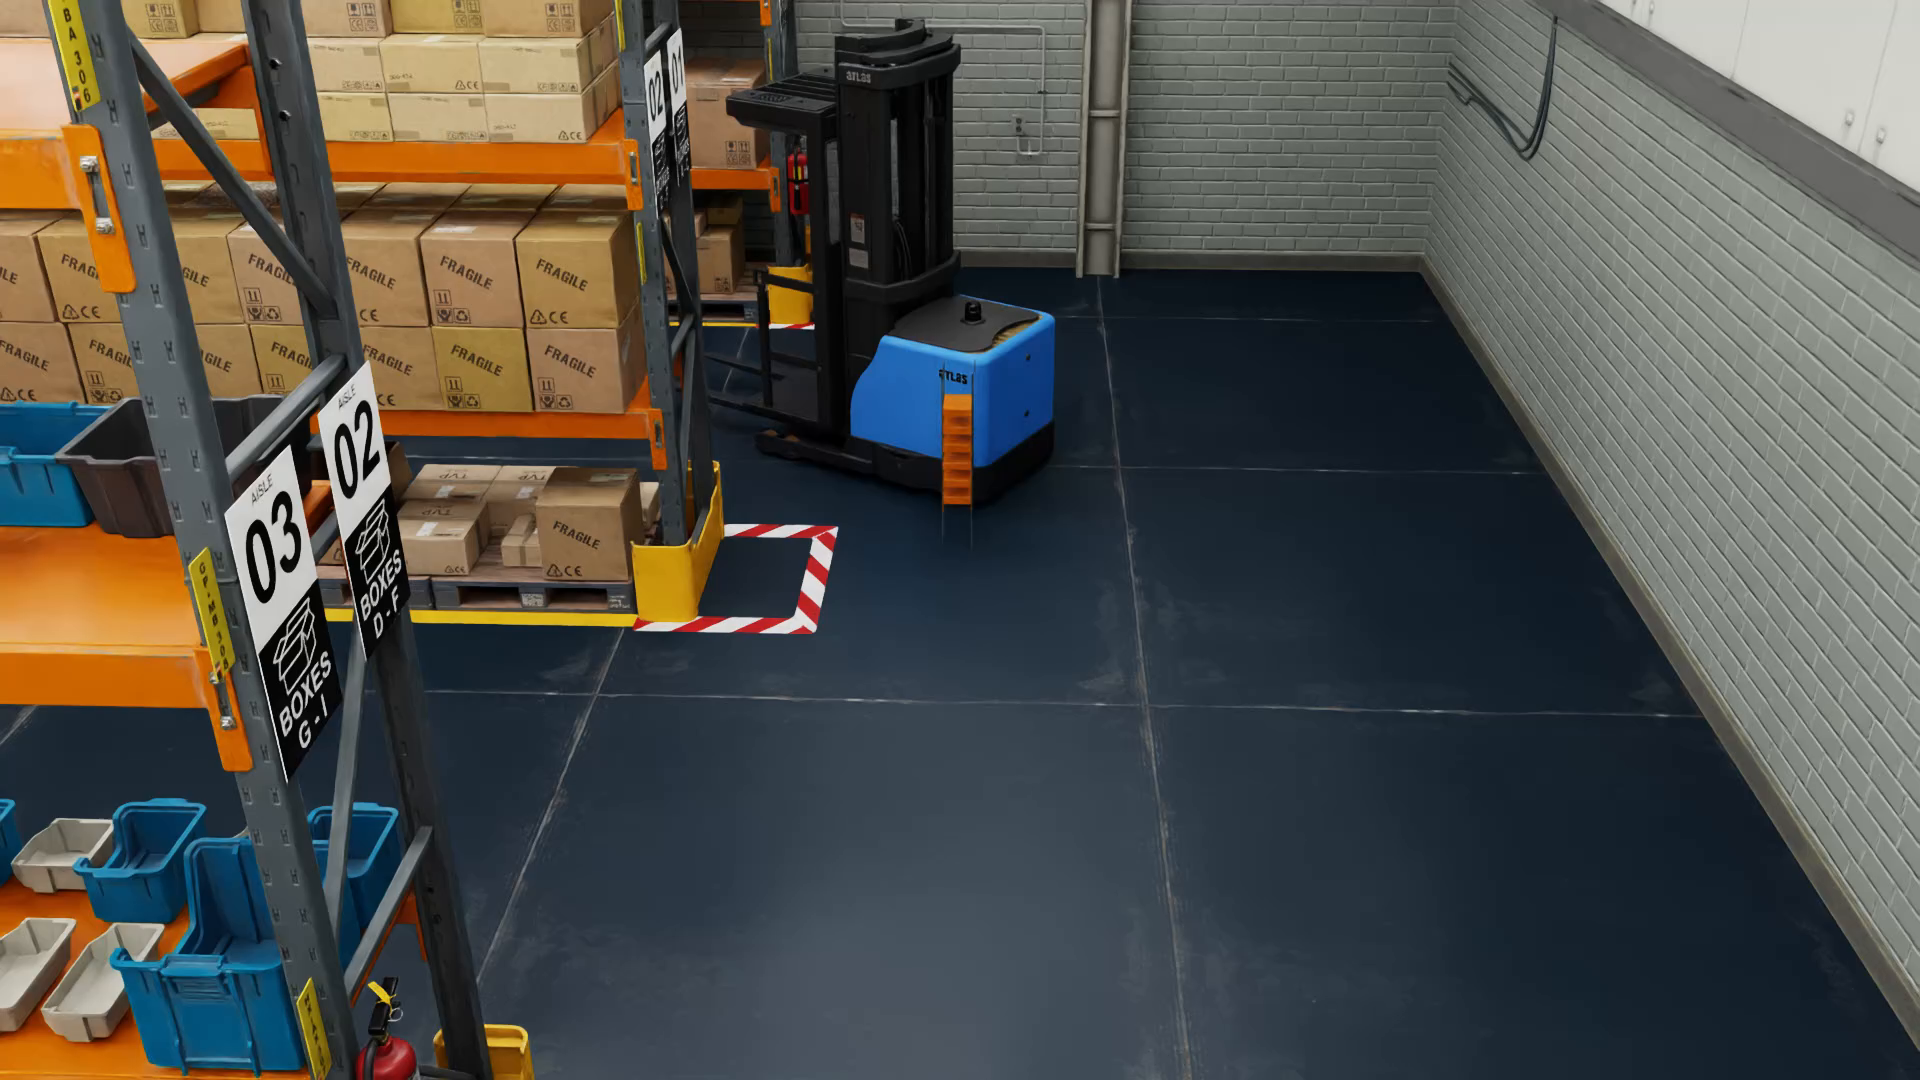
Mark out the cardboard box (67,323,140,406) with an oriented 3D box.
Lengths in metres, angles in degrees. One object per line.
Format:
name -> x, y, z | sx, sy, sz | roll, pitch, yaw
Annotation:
cardboard box -> -4.619, -1.082, 9.408 | 0.500, 0.500, 0.500 | 1, 28, 3

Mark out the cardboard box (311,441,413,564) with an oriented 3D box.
cardboard box -> -3.753, -0.244, 10.128 | 0.637, 0.503, 0.797 | 1, 28, 2

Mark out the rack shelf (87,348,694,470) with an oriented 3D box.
rack shelf -> -3.632, -0.830, 9.807 | 4.000, 0.370, 1.077 | 1, 28, 2

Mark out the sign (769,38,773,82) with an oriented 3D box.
sign -> -1.495, -3.796, 13.145 | 0.005, 0.325, 0.100 | 1, 28, 2

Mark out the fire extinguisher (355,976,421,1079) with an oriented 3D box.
fire extinguisher -> -1.677, 1.618, 4.902 | 0.183, 0.674, 0.296 | 1, 28, 2

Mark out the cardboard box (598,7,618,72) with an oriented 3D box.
cardboard box -> -2.137, -2.725, 9.037 | 0.500, 0.250, 0.500 | 1, 28, 2

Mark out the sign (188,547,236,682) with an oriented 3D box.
sign -> -1.815, 0.182, 4.038 | 0.005, 0.325, 0.100 | 1, 28, 2

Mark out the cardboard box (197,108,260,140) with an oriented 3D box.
cardboard box -> -3.655, -2.290, 8.751 | 0.500, 0.250, 0.500 | 1, 28, 2

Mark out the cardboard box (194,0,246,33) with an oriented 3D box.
cardboard box -> -3.644, -2.985, 8.727 | 0.500, 0.500, 0.700 | 1, 28, 2

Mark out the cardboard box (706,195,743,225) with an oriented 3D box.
cardboard box -> -2.033, -2.858, 14.392 | 0.250, 0.149, 0.380 | 1, 28, 2

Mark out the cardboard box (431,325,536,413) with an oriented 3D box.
cardboard box -> -2.609, -1.046, 9.339 | 0.500, 0.500, 0.500 | 1, 28, 2

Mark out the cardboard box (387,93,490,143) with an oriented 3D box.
cardboard box -> -2.655, -2.273, 8.717 | 0.500, 0.250, 0.500 | 1, 28, 2

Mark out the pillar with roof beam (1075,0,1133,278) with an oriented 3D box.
pillar with roof beam -> 1.115, -4.430, 9.424 | 0.400, 9.000, 9.100 | 1, 28, 2

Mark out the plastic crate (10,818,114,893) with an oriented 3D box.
plastic crate -> -3.042, 1.080, 5.653 | 0.298, 0.136, 0.250 | 1, 28, 2

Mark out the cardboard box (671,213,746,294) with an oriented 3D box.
cardboard box -> -2.165, -2.480, 14.371 | 0.500, 0.500, 0.700 | 1, 28, 2

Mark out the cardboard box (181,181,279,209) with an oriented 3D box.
cardboard box -> -4.101, -1.764, 9.627 | 0.500, 0.500, 0.500 | 1, 28, 2

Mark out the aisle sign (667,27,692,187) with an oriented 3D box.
aisle sign -> -1.555, -2.400, 9.224 | 0.004, 0.787, 0.394 | 1, 28, 2

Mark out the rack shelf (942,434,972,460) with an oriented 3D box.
rack shelf -> -0.014, -0.597, 10.359 | 0.180, 0.103, 0.258 | 1, 28, 2

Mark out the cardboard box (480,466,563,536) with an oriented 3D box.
cardboard box -> -2.666, -0.245, 10.400 | 0.500, 0.250, 0.500 | 1, 28, 2

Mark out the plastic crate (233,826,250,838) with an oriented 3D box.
plastic crate -> -2.365, 1.091, 5.632 | 0.298, 0.136, 0.250 | 1, 28, 2

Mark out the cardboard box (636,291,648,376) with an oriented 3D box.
cardboard box -> -2.067, -1.290, 9.799 | 0.500, 0.500, 0.500 | 2, 28, 3

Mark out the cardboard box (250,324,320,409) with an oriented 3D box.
cardboard box -> -3.611, -1.065, 9.376 | 0.500, 0.500, 0.500 | 1, 28, 1

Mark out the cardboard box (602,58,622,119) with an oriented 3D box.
cardboard box -> -2.138, -2.502, 9.149 | 0.500, 0.250, 0.500 | 1, 28, 2

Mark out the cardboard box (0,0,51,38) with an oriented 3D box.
cardboard box -> -4.649, -2.928, 8.618 | 0.500, 0.500, 0.700 | 1, 28, 2

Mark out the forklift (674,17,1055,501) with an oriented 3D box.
forklift -> -0.859, -2.054, 11.421 | 3.031, 2.935, 1.130 | 16, 32, 28

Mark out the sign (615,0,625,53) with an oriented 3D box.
sign -> -1.673, -2.572, 8.177 | 0.005, 0.325, 0.100 | 1, 28, 2

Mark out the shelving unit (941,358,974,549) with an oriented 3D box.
shelving unit -> -0.014, -0.530, 10.395 | 0.189, 1.200, 0.258 | 1, 28, 2

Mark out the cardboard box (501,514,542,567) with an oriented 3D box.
cardboard box -> -2.587, 0.000, 10.028 | 0.250, 0.166, 0.380 | 1, 28, 2

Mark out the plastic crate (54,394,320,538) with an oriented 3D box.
plastic crate -> -2.187, -0.201, 4.789 | 0.590, 0.269, 0.497 | 1, 28, 2

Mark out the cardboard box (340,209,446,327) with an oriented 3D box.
cardboard box -> -3.111, -1.494, 9.117 | 0.500, 0.500, 0.500 | 2, 28, 3

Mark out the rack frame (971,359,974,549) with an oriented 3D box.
rack frame -> 0.077, -0.529, 10.392 | 0.006, 1.200, 0.240 | 1, 28, 2

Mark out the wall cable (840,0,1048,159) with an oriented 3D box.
wall cable -> -0.149, -4.304, 14.508 | 1.851, 1.984, 0.084 | 1, 28, 2

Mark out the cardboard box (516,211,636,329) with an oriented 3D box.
cardboard box -> -2.088, -1.480, 9.090 | 0.500, 0.500, 0.500 | 1, 28, 1

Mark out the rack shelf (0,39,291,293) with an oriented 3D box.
rack shelf -> -3.811, -0.986, 4.122 | 4.000, 0.370, 1.077 | 1, 28, 2

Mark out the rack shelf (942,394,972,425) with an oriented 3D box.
rack shelf -> -0.014, -0.809, 10.247 | 0.180, 0.103, 0.258 | 1, 28, 2

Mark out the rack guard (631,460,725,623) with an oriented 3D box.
rack guard -> -1.709, -0.012, 10.164 | 0.348, 0.500, 1.175 | 1, 28, 2

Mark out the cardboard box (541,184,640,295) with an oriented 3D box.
cardboard box -> -2.067, -1.732, 9.565 | 0.500, 0.500, 0.500 | 2, 28, 3

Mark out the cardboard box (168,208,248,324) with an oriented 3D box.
cardboard box -> -4.140, -1.511, 9.148 | 0.500, 0.500, 0.500 | 0, 28, 0

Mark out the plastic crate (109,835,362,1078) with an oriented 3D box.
plastic crate -> -2.153, 1.243, 5.026 | 0.499, 0.435, 0.616 | 1, 28, 2

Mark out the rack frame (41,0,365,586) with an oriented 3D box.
rack frame -> -1.812, -1.447, 3.797 | 0.127, 3.000, 1.000 | 1, 28, 2

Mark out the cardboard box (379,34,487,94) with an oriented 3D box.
cardboard box -> -2.655, -2.492, 8.598 | 0.500, 0.250, 0.500 | 1, 28, 2

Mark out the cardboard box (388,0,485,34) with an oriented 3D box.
cardboard box -> -2.644, -2.975, 8.708 | 0.500, 0.500, 0.700 | 1, 28, 2

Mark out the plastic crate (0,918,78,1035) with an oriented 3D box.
plastic crate -> -2.922, 1.353, 5.138 | 0.243, 0.136, 0.396 | 1, 28, 2

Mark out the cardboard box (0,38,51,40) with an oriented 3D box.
cardboard box -> -4.654, -2.529, 8.668 | 0.500, 0.250, 0.500 | 1, 28, 2

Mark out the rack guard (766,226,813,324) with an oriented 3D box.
rack guard -> -1.438, -2.329, 14.535 | 0.348, 0.500, 1.175 | 1, 28, 2

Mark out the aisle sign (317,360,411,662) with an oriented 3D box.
aisle sign -> -1.729, -0.083, 4.854 | 0.004, 0.787, 0.394 | 1, 28, 2

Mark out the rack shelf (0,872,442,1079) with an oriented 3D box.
rack shelf -> -3.811, 1.488, 5.433 | 4.000, 0.370, 1.077 | 1, 28, 2

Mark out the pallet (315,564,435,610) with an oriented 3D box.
pallet -> -3.722, 0.082, 10.296 | 1.213, 0.211, 1.003 | 1, 28, 2

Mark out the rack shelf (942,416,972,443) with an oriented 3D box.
rack shelf -> -0.014, -0.703, 10.303 | 0.180, 0.103, 0.258 | 1, 28, 2

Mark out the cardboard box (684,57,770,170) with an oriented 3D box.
cardboard box -> -1.972, -3.570, 13.887 | 0.700, 0.700, 0.980 | 2, 28, 4

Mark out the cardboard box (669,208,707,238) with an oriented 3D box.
cardboard box -> -2.300, -2.683, 14.062 | 0.250, 0.149, 0.380 | 1, 28, 1

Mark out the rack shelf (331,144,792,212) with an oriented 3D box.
rack shelf -> -3.461, -3.149, 14.181 | 4.000, 0.370, 1.077 | 1, 28, 2

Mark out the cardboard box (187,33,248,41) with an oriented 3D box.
cardboard box -> -3.655, -2.507, 8.627 | 0.500, 0.250, 0.500 | 1, 28, 2

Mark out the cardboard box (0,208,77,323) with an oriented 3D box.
cardboard box -> -5.170, -1.528, 9.180 | 0.500, 0.500, 0.500 | 2, 28, 3

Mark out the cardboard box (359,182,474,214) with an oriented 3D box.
cardboard box -> -3.090, -1.747, 9.595 | 0.500, 0.500, 0.500 | 1, 28, 3

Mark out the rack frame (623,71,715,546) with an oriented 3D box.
rack frame -> -1.633, -1.115, 9.576 | 0.127, 3.000, 1.000 | 1, 28, 2
